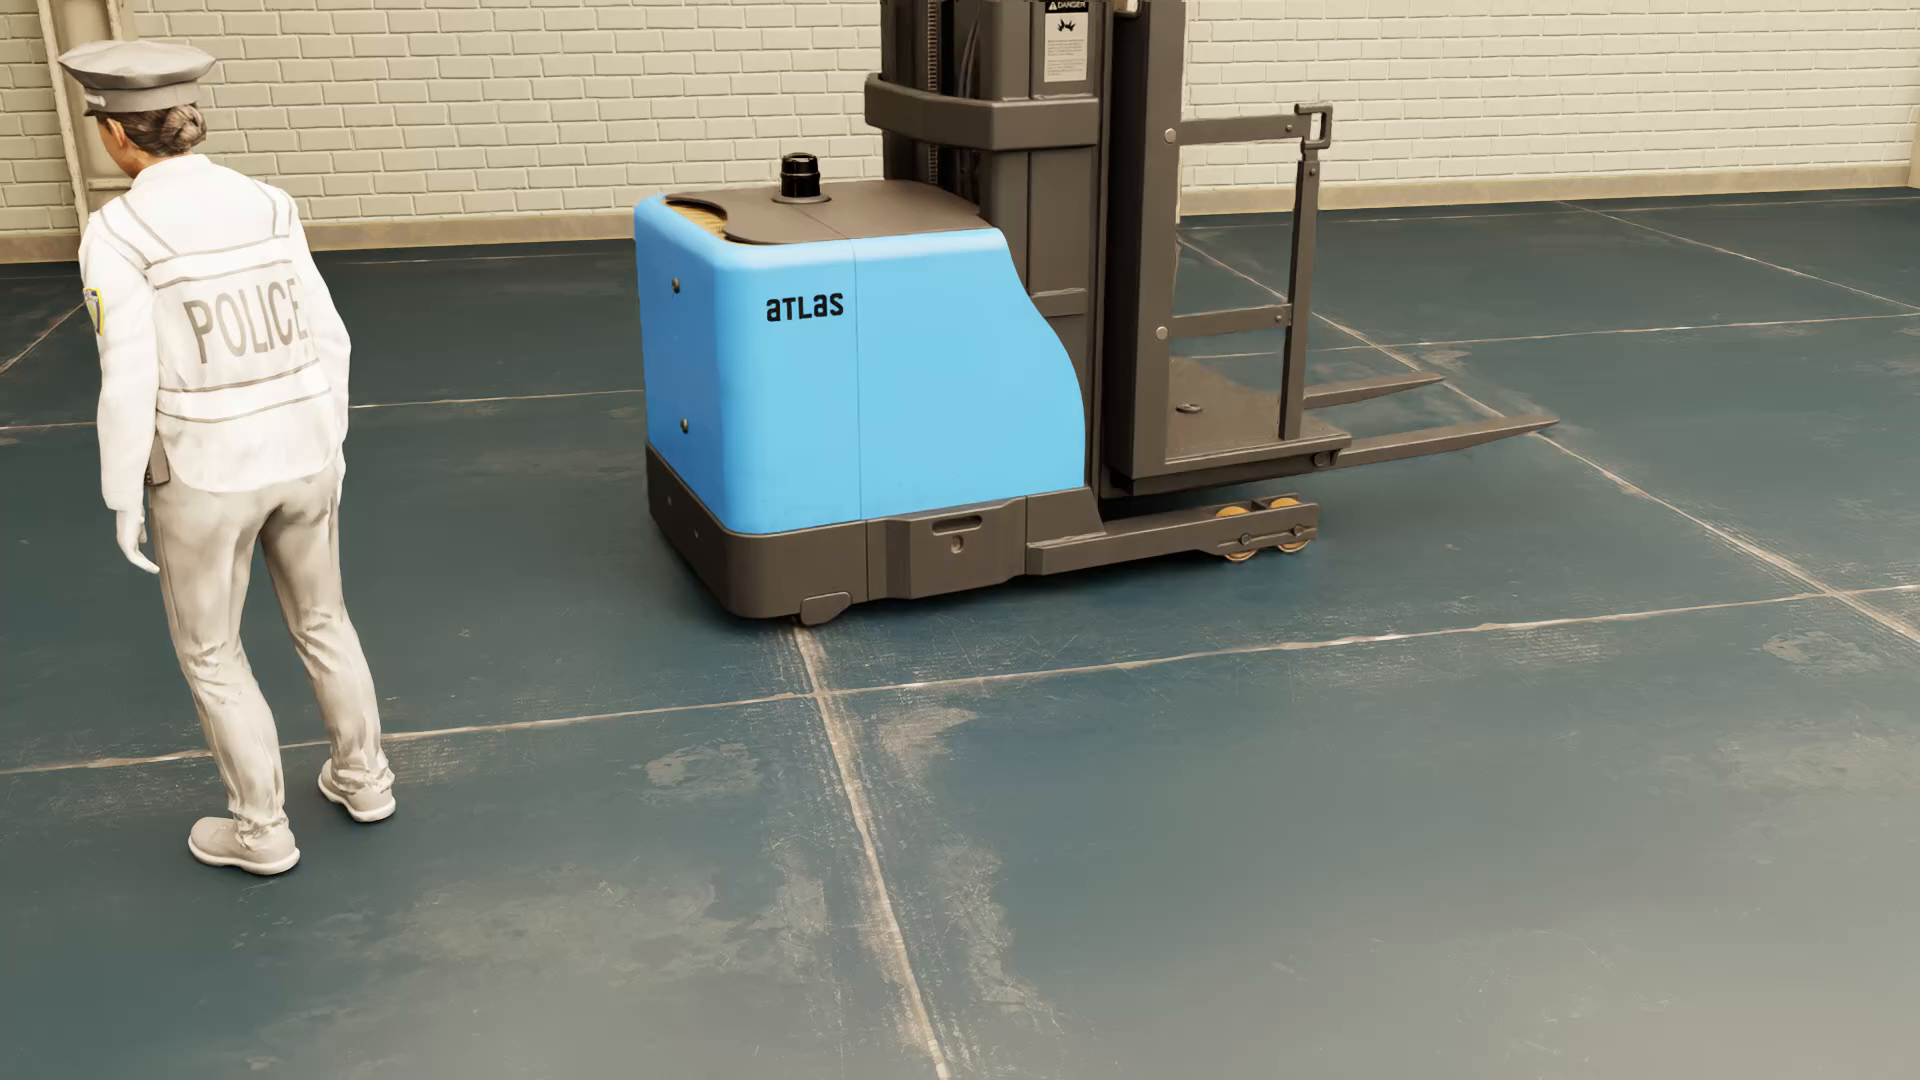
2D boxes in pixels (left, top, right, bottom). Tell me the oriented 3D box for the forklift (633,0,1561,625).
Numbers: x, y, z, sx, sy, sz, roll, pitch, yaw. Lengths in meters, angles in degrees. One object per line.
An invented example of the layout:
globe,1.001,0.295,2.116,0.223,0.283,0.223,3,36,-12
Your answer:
forklift,0.566,-1.466,5.028,3.031,2.935,1.130,-9,23,-22

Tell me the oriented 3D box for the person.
person,-1.442,-0.127,3.308,0.375,1.662,0.534,14,25,32
